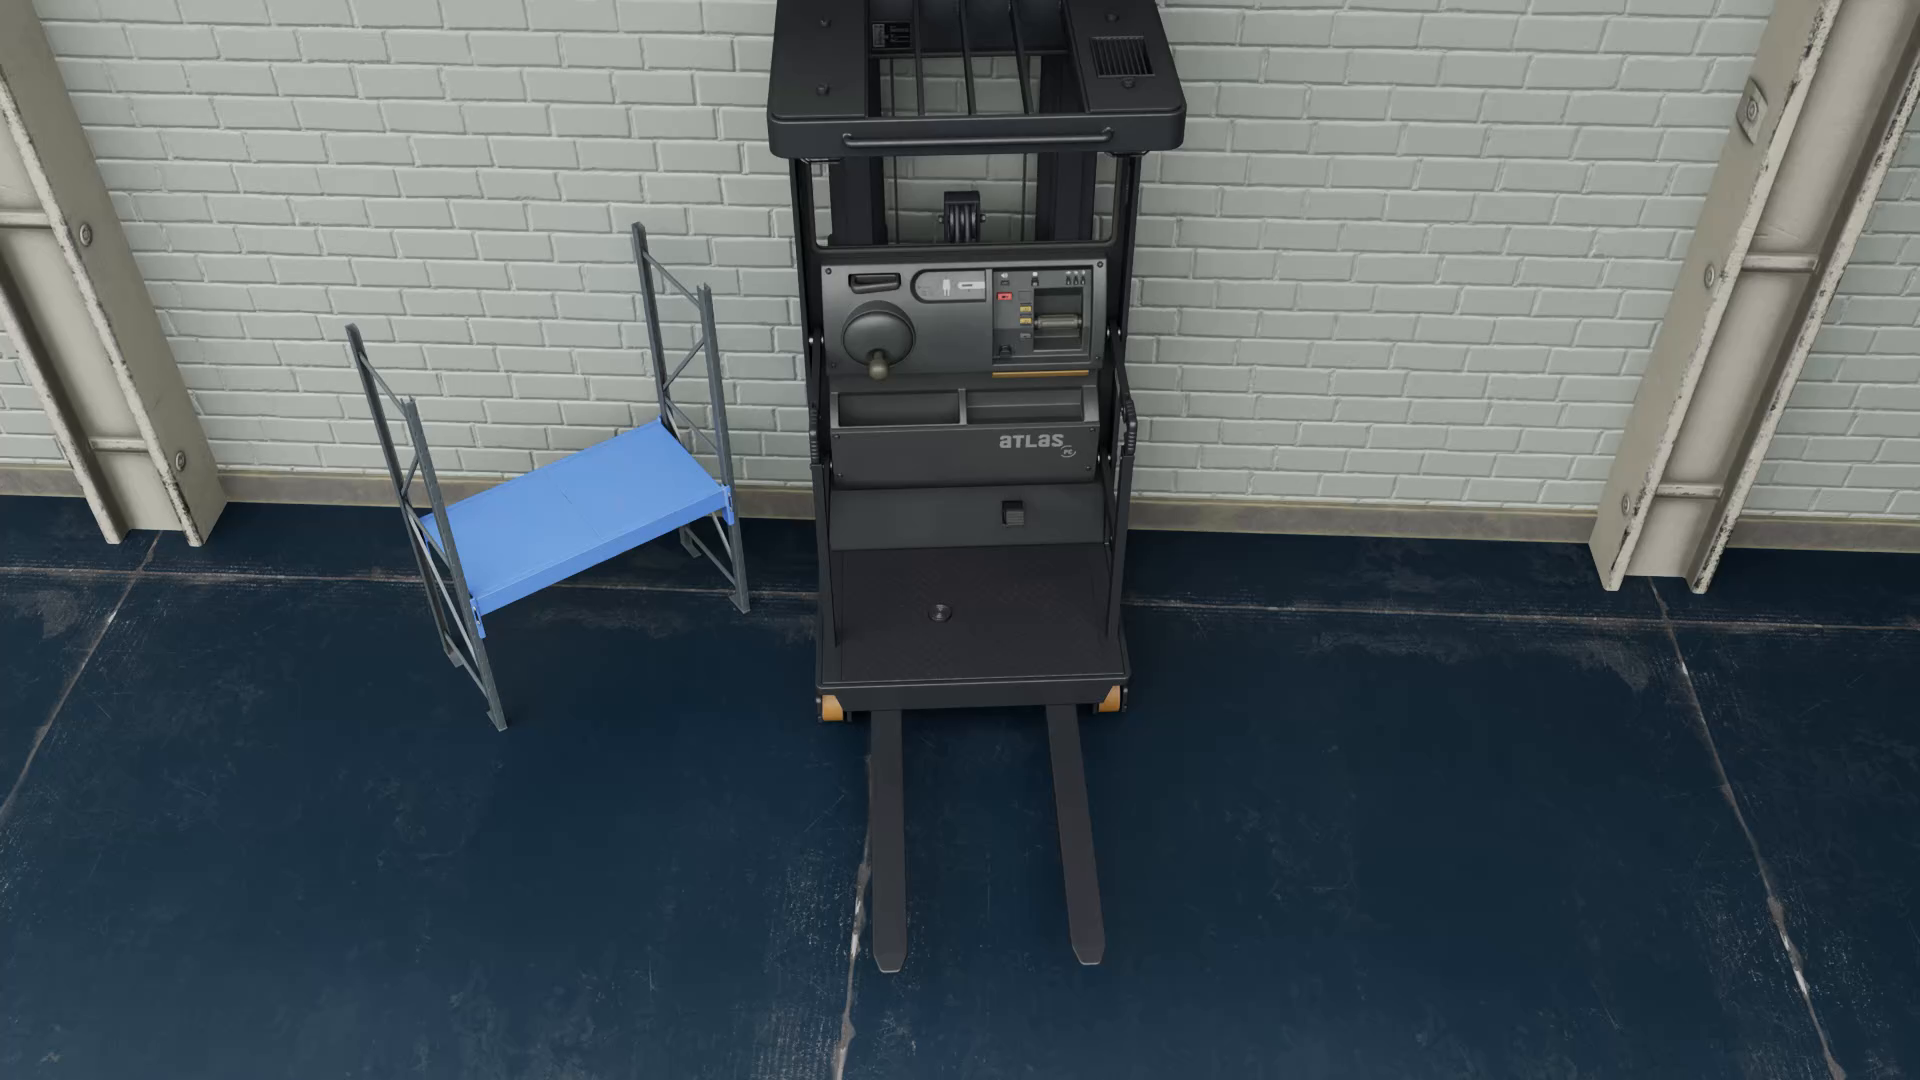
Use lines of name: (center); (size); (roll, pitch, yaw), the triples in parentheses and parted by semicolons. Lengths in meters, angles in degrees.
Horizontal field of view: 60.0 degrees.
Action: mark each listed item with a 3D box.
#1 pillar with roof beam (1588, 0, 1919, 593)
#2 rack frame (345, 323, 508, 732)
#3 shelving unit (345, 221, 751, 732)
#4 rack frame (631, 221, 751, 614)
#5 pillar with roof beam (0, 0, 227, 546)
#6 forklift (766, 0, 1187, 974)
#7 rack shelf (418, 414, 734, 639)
pillar with roof beam: (2.546, -0.263, 0.430); (0.400, 9.000, 9.100); (2, 43, 2)
rack frame: (-1.795, 0.002, 5.648); (0.032, 1.500, 0.500); (-26, 49, -25)
shelving unit: (-1.384, -0.202, 5.866); (1.048, 1.500, 0.538); (-26, 49, -25)
rack frame: (-0.972, -0.405, 6.084); (0.032, 1.500, 0.500); (-26, 49, -25)
pillar with roof beam: (-3.448, -0.447, 0.628); (0.400, 9.000, 9.100); (2, 43, 2)
forklift: (0.027, -0.644, 5.291); (1.130, 2.935, 3.031); (-2, 43, -2)
rack shelf: (-1.384, -0.070, 5.989); (1.000, 0.185, 0.538); (-26, 49, -25)
